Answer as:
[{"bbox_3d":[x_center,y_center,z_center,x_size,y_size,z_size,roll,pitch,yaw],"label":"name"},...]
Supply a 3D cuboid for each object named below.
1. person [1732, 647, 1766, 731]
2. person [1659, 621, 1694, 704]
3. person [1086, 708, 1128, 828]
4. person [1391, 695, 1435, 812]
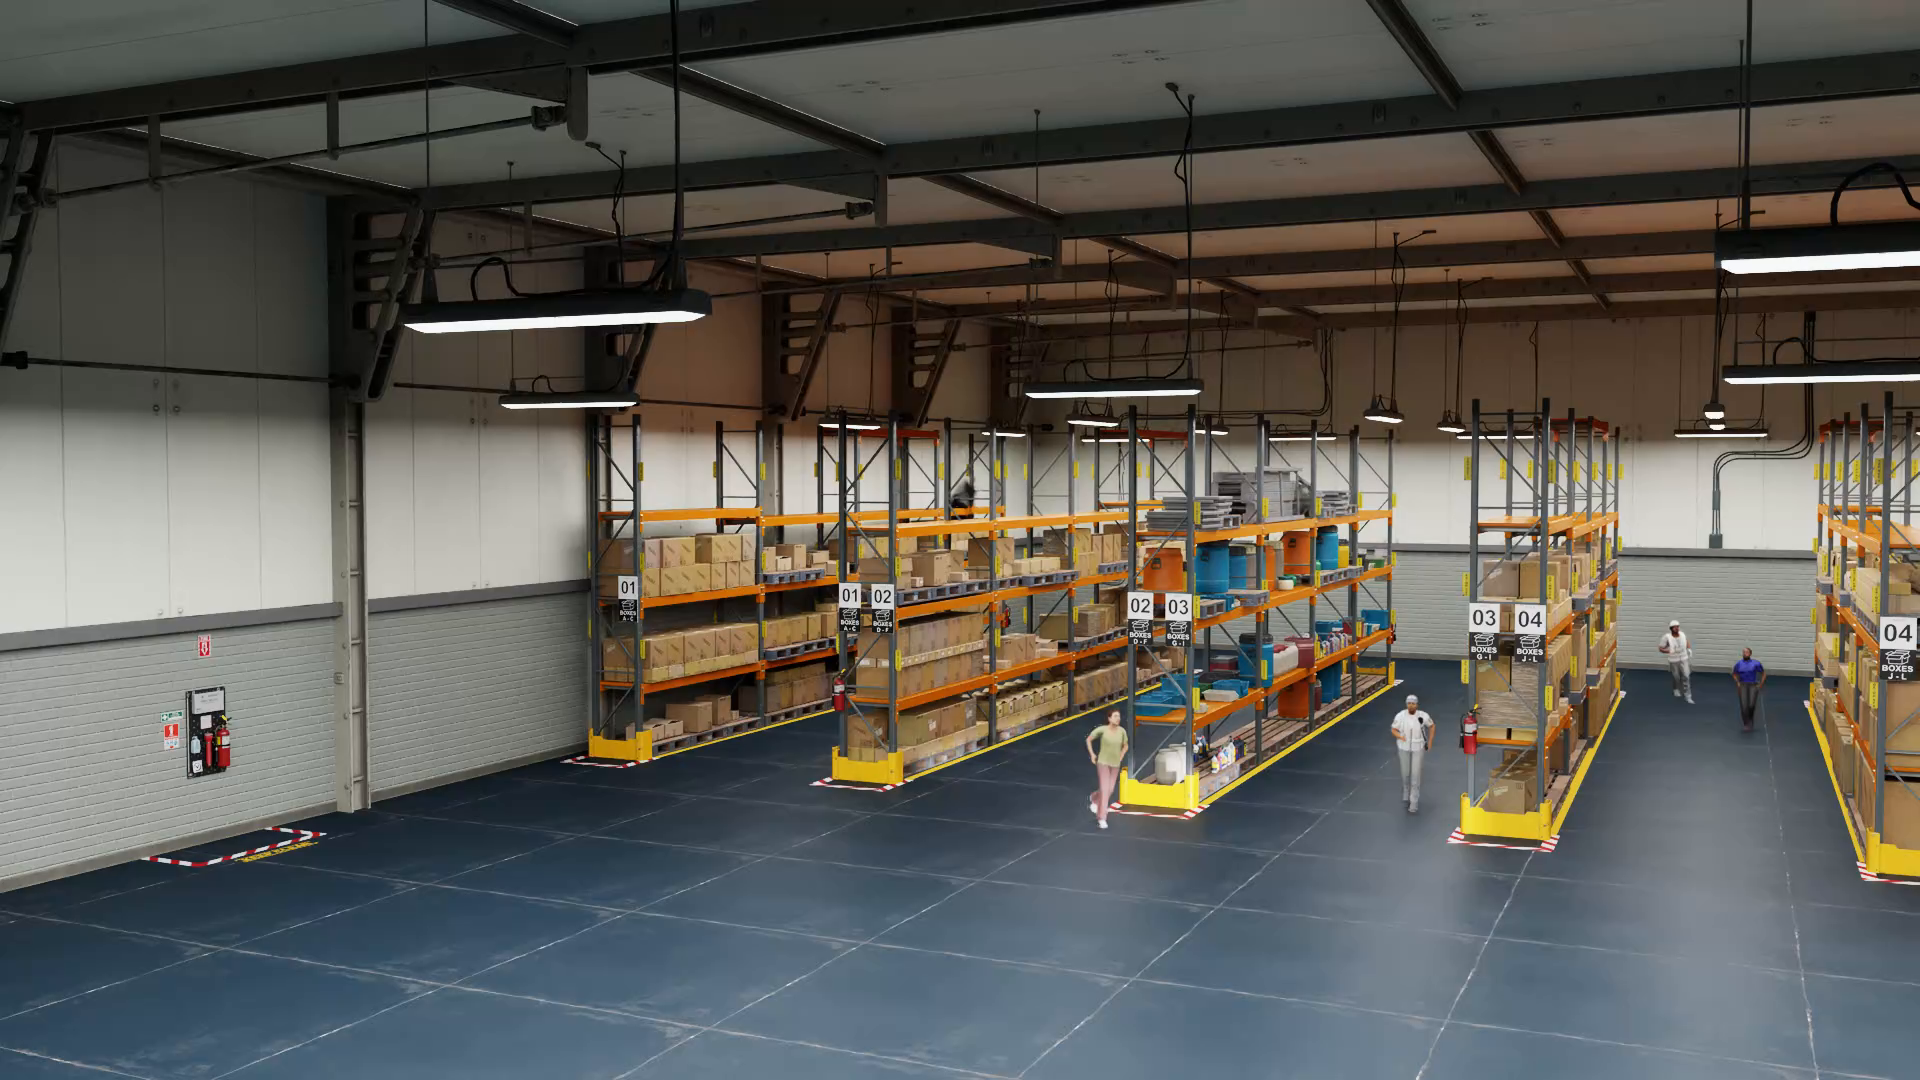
[{"bbox_3d":[15.193,2.882,32.066,0.586,1.618,0.495,2,3,33],"label":"person"},{"bbox_3d":[15.614,2.642,36.305,0.714,1.769,0.915,0,2,3],"label":"person"},{"bbox_3d":[2.119,3.224,23.762,0.618,1.658,0.808,-1,2,-17],"label":"person"},{"bbox_3d":[6.756,3.151,24.840,0.624,1.695,0.828,1,3,22],"label":"person"}]
